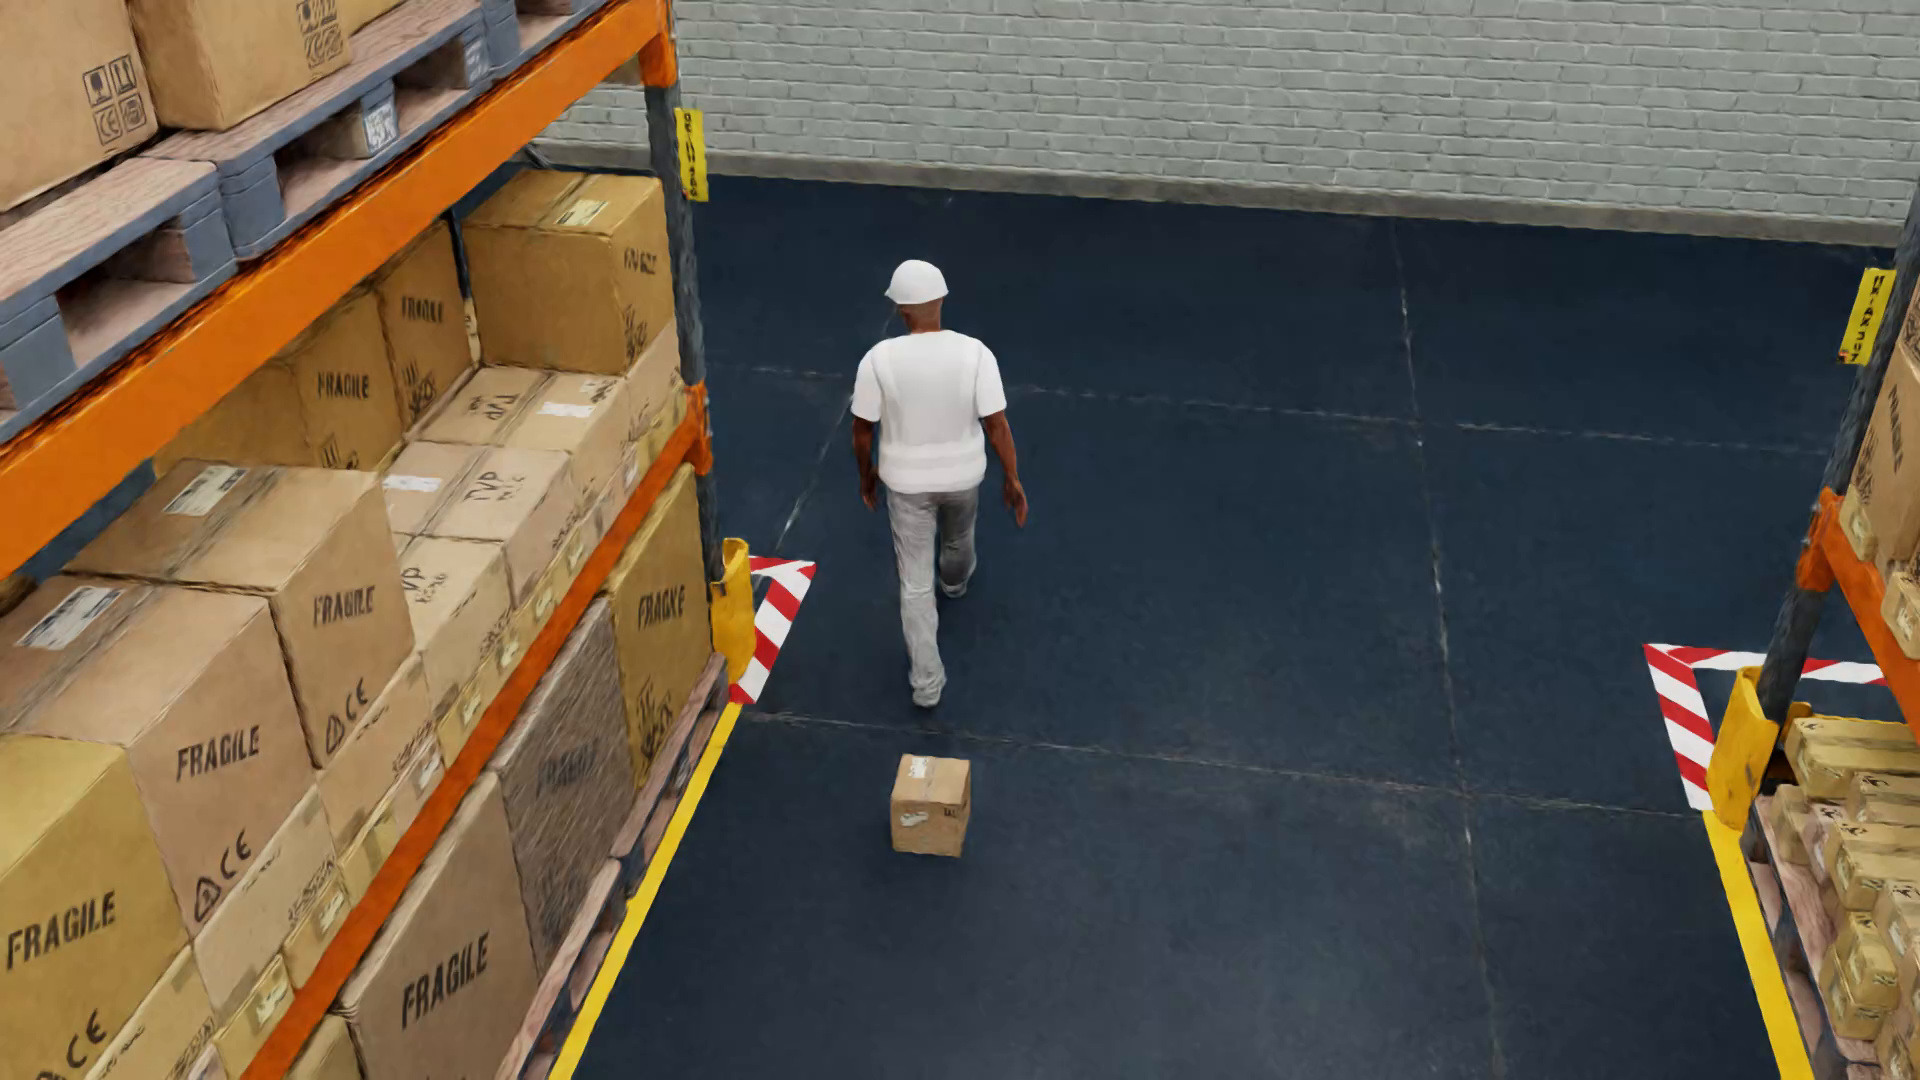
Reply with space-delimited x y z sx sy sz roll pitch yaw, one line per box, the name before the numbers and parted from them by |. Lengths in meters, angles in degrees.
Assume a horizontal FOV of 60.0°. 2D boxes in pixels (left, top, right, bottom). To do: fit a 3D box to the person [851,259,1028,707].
person | -0.098 -0.304 6.623 0.661 1.703 1.113 -5 33 -7
